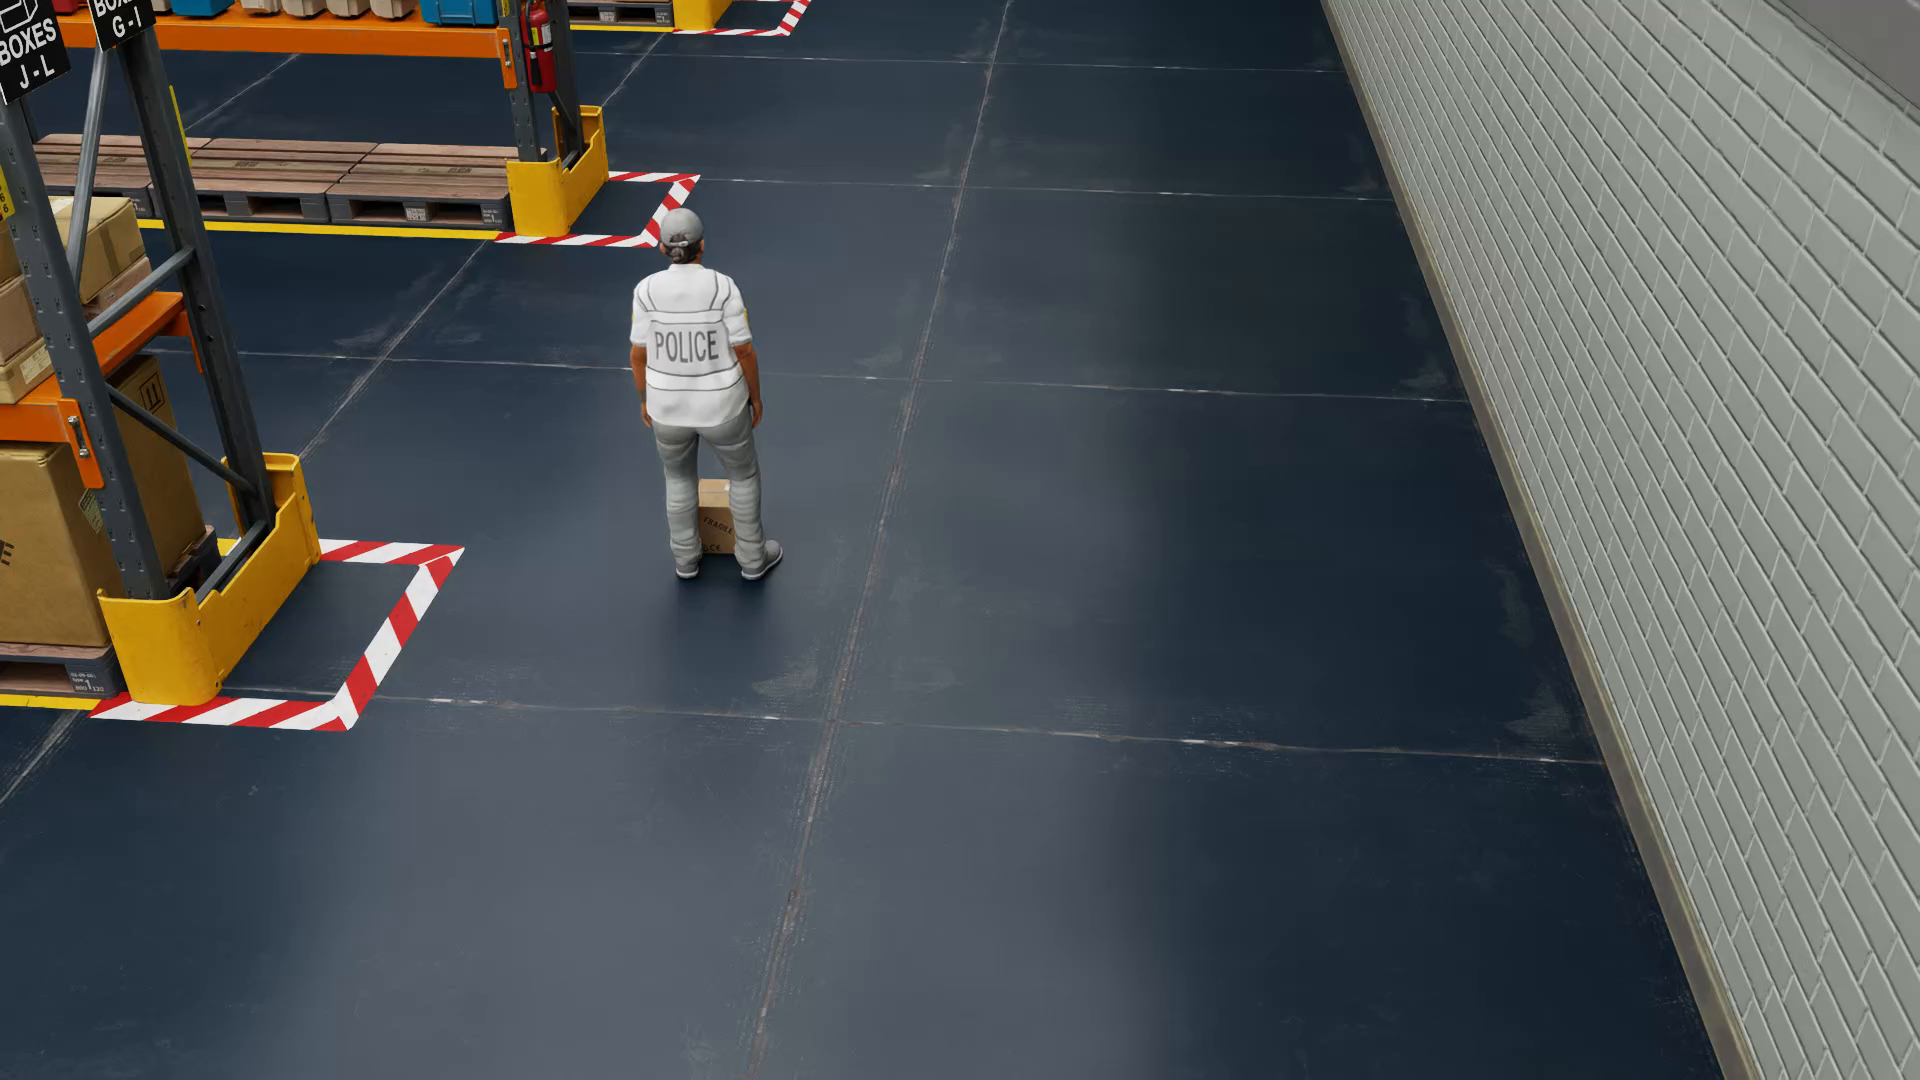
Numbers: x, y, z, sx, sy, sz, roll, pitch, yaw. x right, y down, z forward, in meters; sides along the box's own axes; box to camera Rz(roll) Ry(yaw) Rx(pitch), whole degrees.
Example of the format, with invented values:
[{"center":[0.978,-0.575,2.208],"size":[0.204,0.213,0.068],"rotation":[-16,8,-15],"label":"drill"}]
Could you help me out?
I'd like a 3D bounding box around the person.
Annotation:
[{"center":[-1.089,-0.589,7.069],"size":[0.558,1.665,0.468],"rotation":[1,32,1],"label":"person"}]
